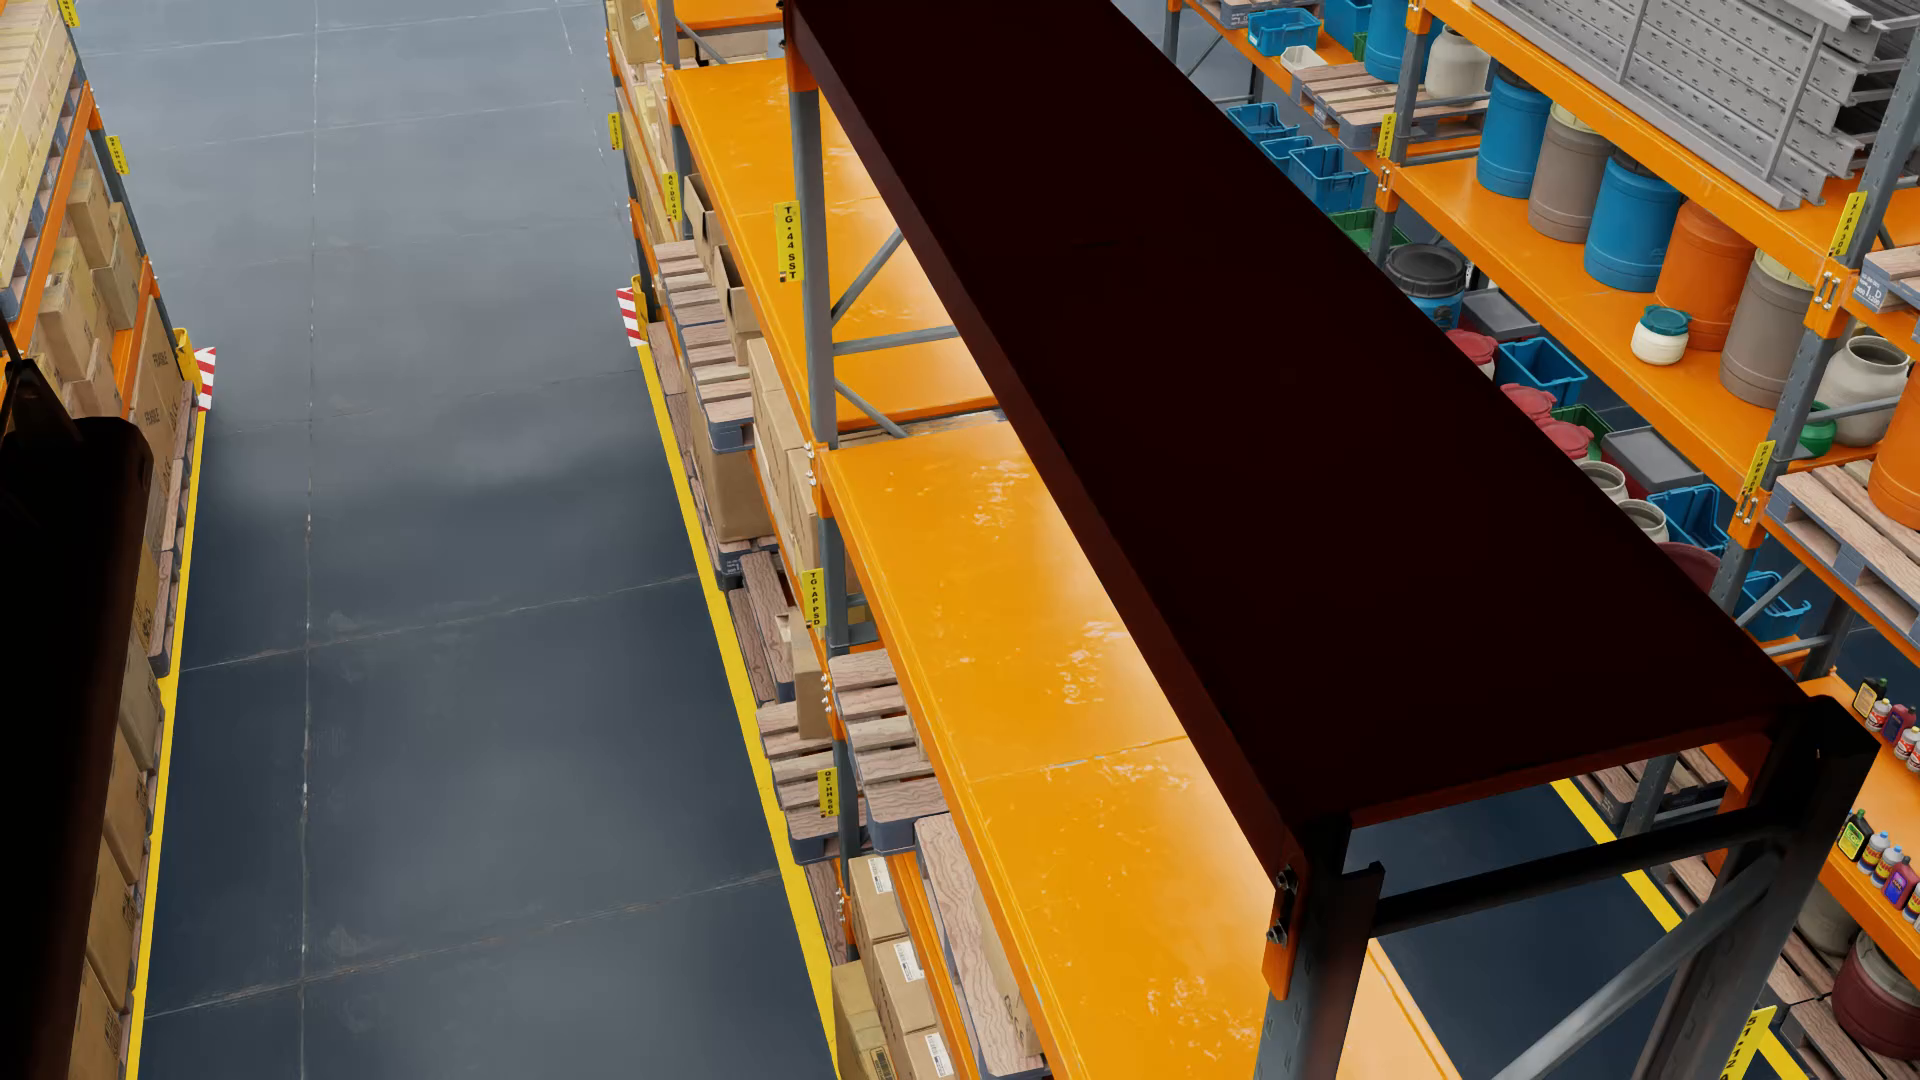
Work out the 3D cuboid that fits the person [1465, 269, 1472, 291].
[{"bbox_3d":[5.030,-2.975,15.146,0.627,1.770,0.557,-3,39,-4],"label":"person"}]
